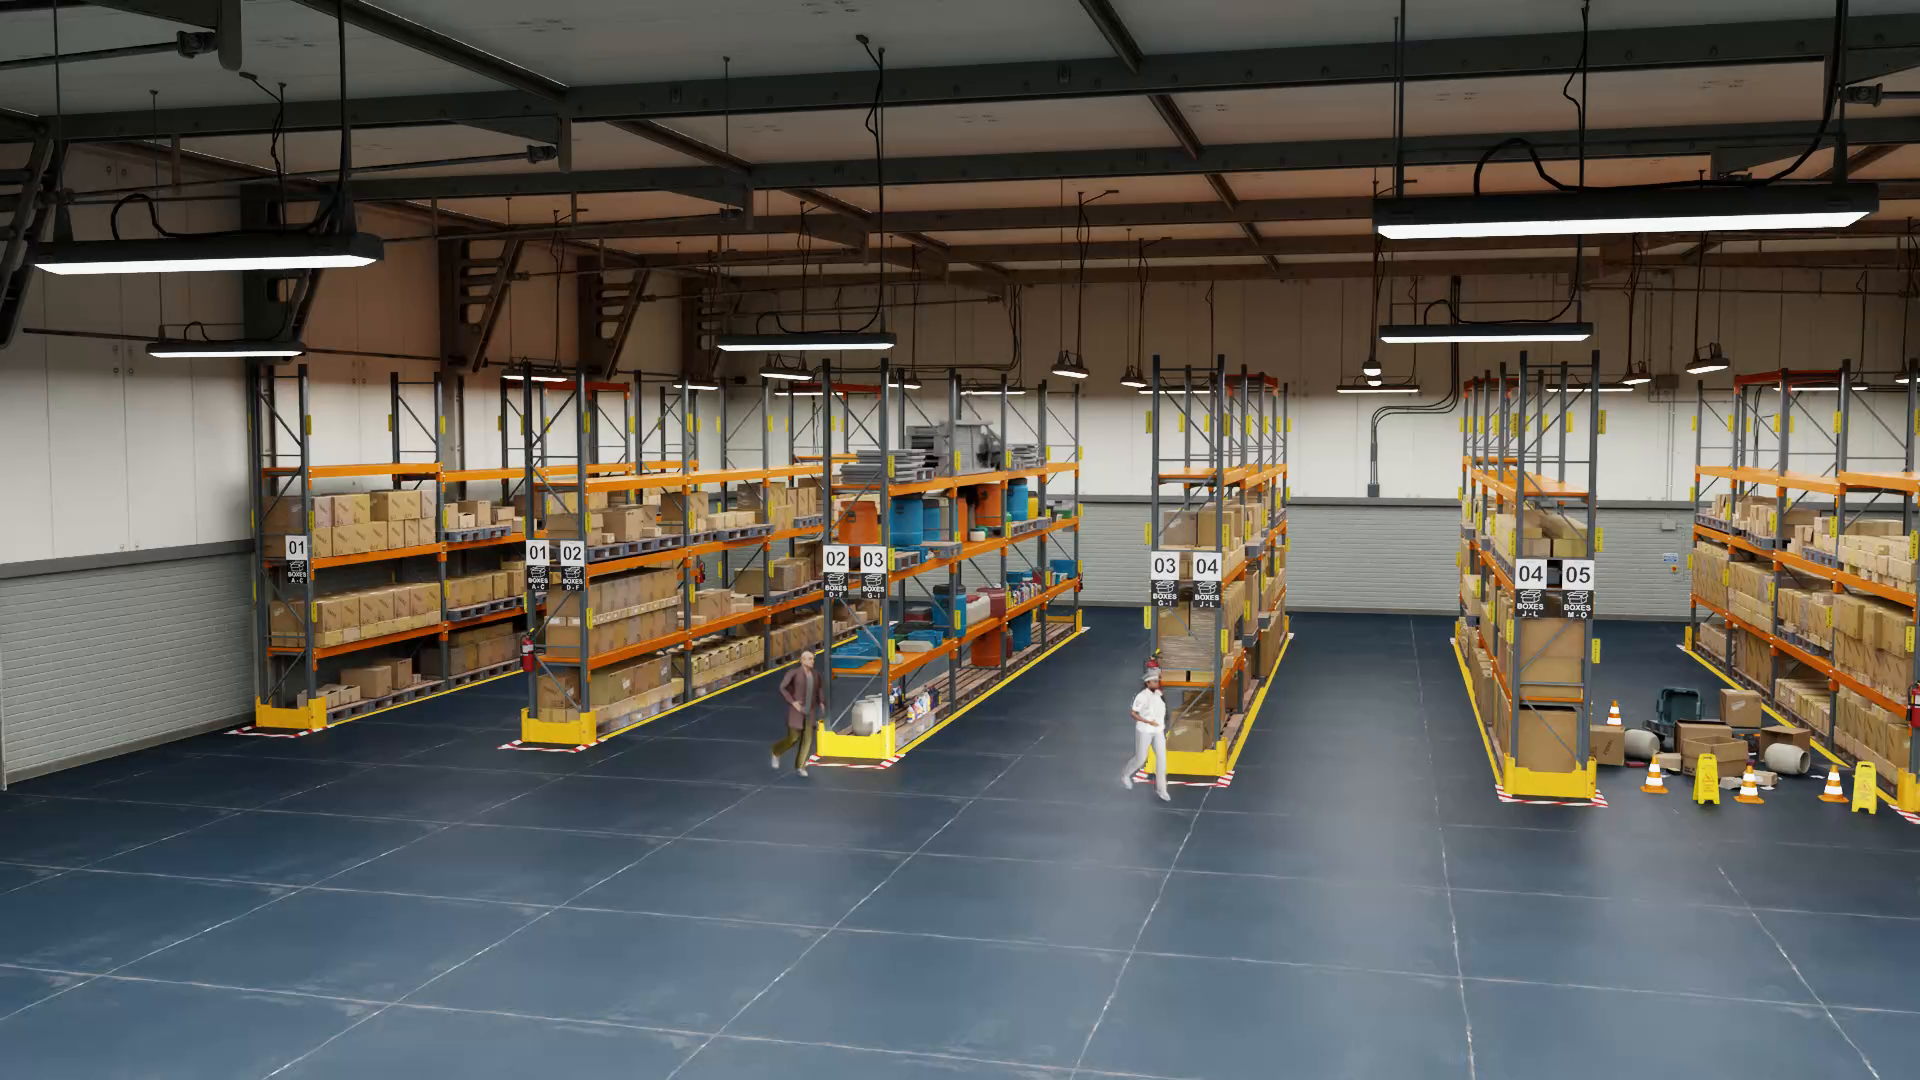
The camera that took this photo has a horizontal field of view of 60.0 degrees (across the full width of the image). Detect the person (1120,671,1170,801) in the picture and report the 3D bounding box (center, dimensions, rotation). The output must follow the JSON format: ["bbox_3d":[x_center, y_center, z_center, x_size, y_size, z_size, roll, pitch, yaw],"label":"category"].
[{"bbox_3d":[2.567,2.602,22.459,0.616,1.698,0.947,-3,5,-33],"label":"person"}]

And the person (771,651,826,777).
[{"bbox_3d":[-2.260,2.475,24.001,0.770,1.740,0.863,-3,5,-38],"label":"person"}]
